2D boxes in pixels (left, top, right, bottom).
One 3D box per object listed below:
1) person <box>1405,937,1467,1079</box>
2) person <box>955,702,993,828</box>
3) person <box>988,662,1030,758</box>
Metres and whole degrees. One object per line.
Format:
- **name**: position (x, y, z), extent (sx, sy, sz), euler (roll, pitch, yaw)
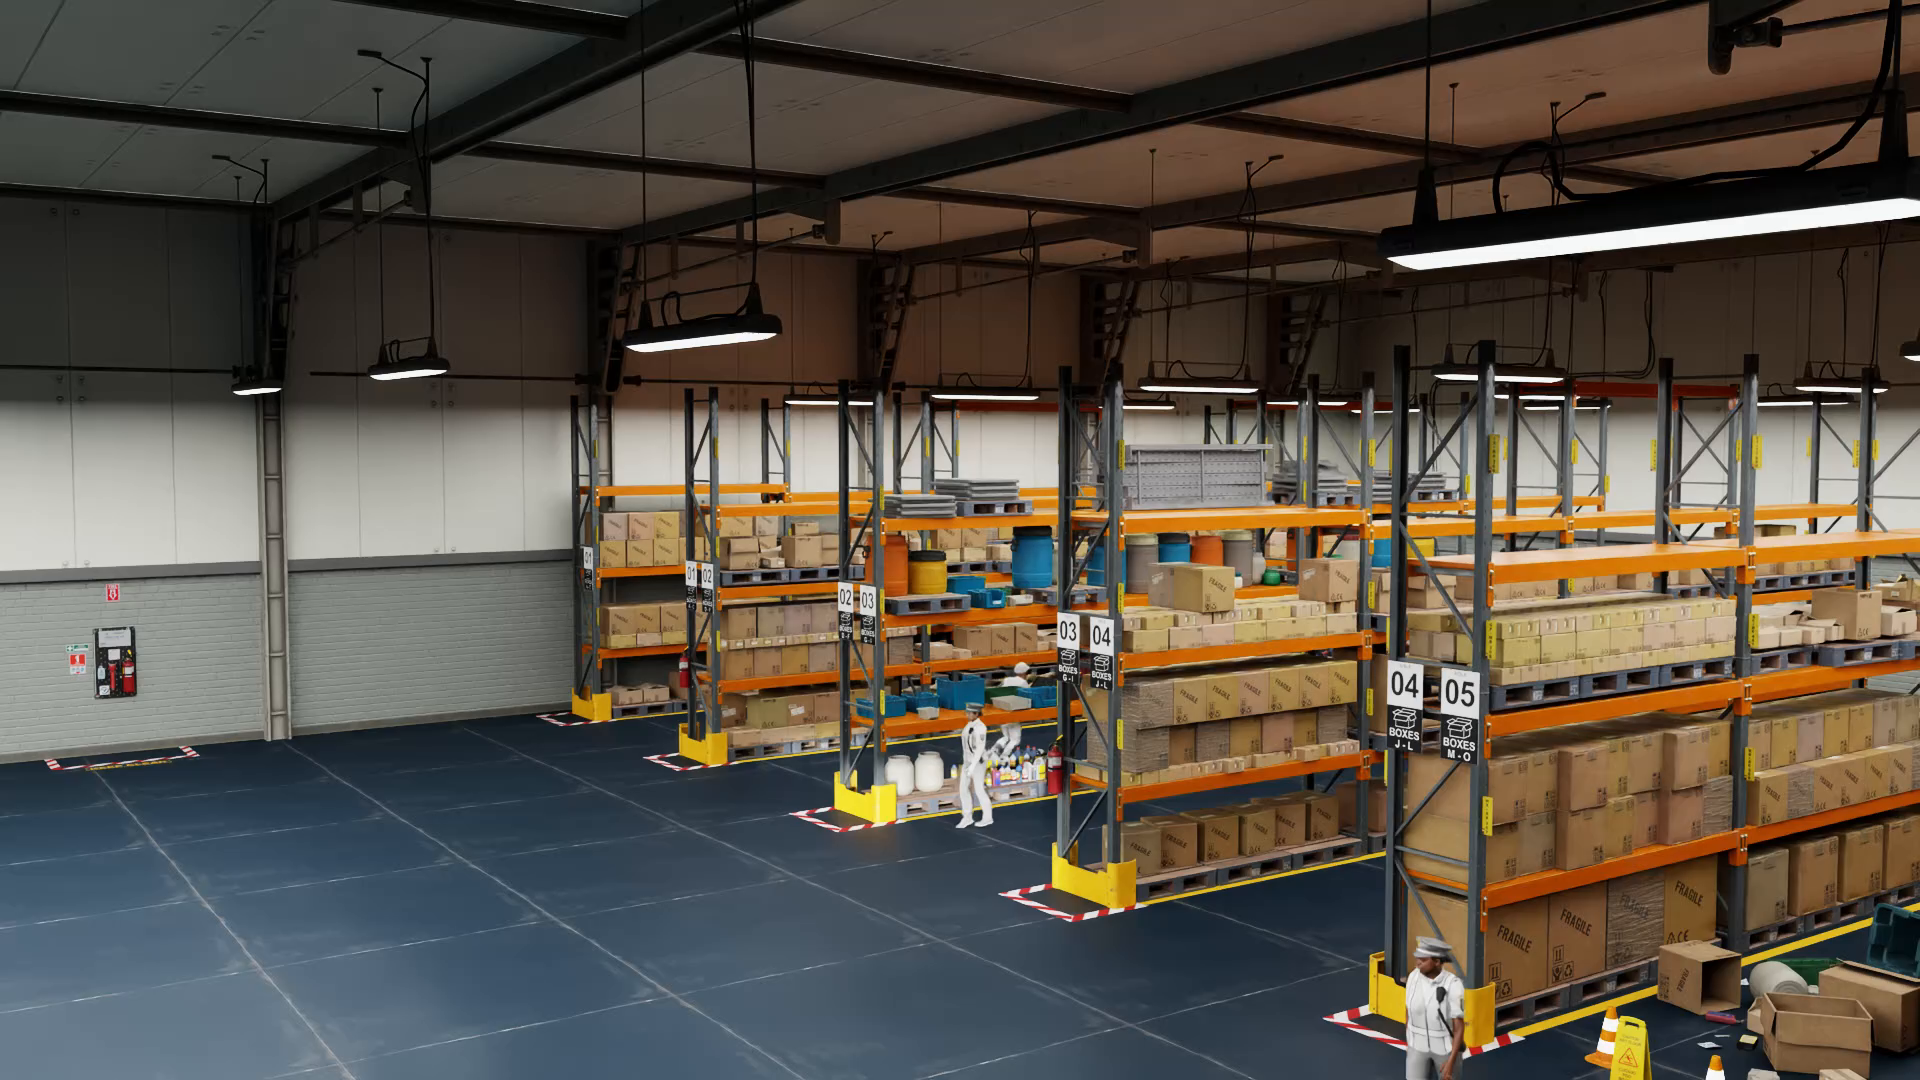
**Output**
- **person**: position (3.326, 3.617, 11.738), extent (0.473, 1.634, 0.923), euler (2, 4, 33)
- **person**: position (0.194, 3.019, 22.180), extent (0.504, 1.729, 0.527), euler (-2, 4, -25)
- **person**: position (0.803, 2.761, 26.117), extent (0.792, 1.679, 0.640), euler (-2, 4, -33)
